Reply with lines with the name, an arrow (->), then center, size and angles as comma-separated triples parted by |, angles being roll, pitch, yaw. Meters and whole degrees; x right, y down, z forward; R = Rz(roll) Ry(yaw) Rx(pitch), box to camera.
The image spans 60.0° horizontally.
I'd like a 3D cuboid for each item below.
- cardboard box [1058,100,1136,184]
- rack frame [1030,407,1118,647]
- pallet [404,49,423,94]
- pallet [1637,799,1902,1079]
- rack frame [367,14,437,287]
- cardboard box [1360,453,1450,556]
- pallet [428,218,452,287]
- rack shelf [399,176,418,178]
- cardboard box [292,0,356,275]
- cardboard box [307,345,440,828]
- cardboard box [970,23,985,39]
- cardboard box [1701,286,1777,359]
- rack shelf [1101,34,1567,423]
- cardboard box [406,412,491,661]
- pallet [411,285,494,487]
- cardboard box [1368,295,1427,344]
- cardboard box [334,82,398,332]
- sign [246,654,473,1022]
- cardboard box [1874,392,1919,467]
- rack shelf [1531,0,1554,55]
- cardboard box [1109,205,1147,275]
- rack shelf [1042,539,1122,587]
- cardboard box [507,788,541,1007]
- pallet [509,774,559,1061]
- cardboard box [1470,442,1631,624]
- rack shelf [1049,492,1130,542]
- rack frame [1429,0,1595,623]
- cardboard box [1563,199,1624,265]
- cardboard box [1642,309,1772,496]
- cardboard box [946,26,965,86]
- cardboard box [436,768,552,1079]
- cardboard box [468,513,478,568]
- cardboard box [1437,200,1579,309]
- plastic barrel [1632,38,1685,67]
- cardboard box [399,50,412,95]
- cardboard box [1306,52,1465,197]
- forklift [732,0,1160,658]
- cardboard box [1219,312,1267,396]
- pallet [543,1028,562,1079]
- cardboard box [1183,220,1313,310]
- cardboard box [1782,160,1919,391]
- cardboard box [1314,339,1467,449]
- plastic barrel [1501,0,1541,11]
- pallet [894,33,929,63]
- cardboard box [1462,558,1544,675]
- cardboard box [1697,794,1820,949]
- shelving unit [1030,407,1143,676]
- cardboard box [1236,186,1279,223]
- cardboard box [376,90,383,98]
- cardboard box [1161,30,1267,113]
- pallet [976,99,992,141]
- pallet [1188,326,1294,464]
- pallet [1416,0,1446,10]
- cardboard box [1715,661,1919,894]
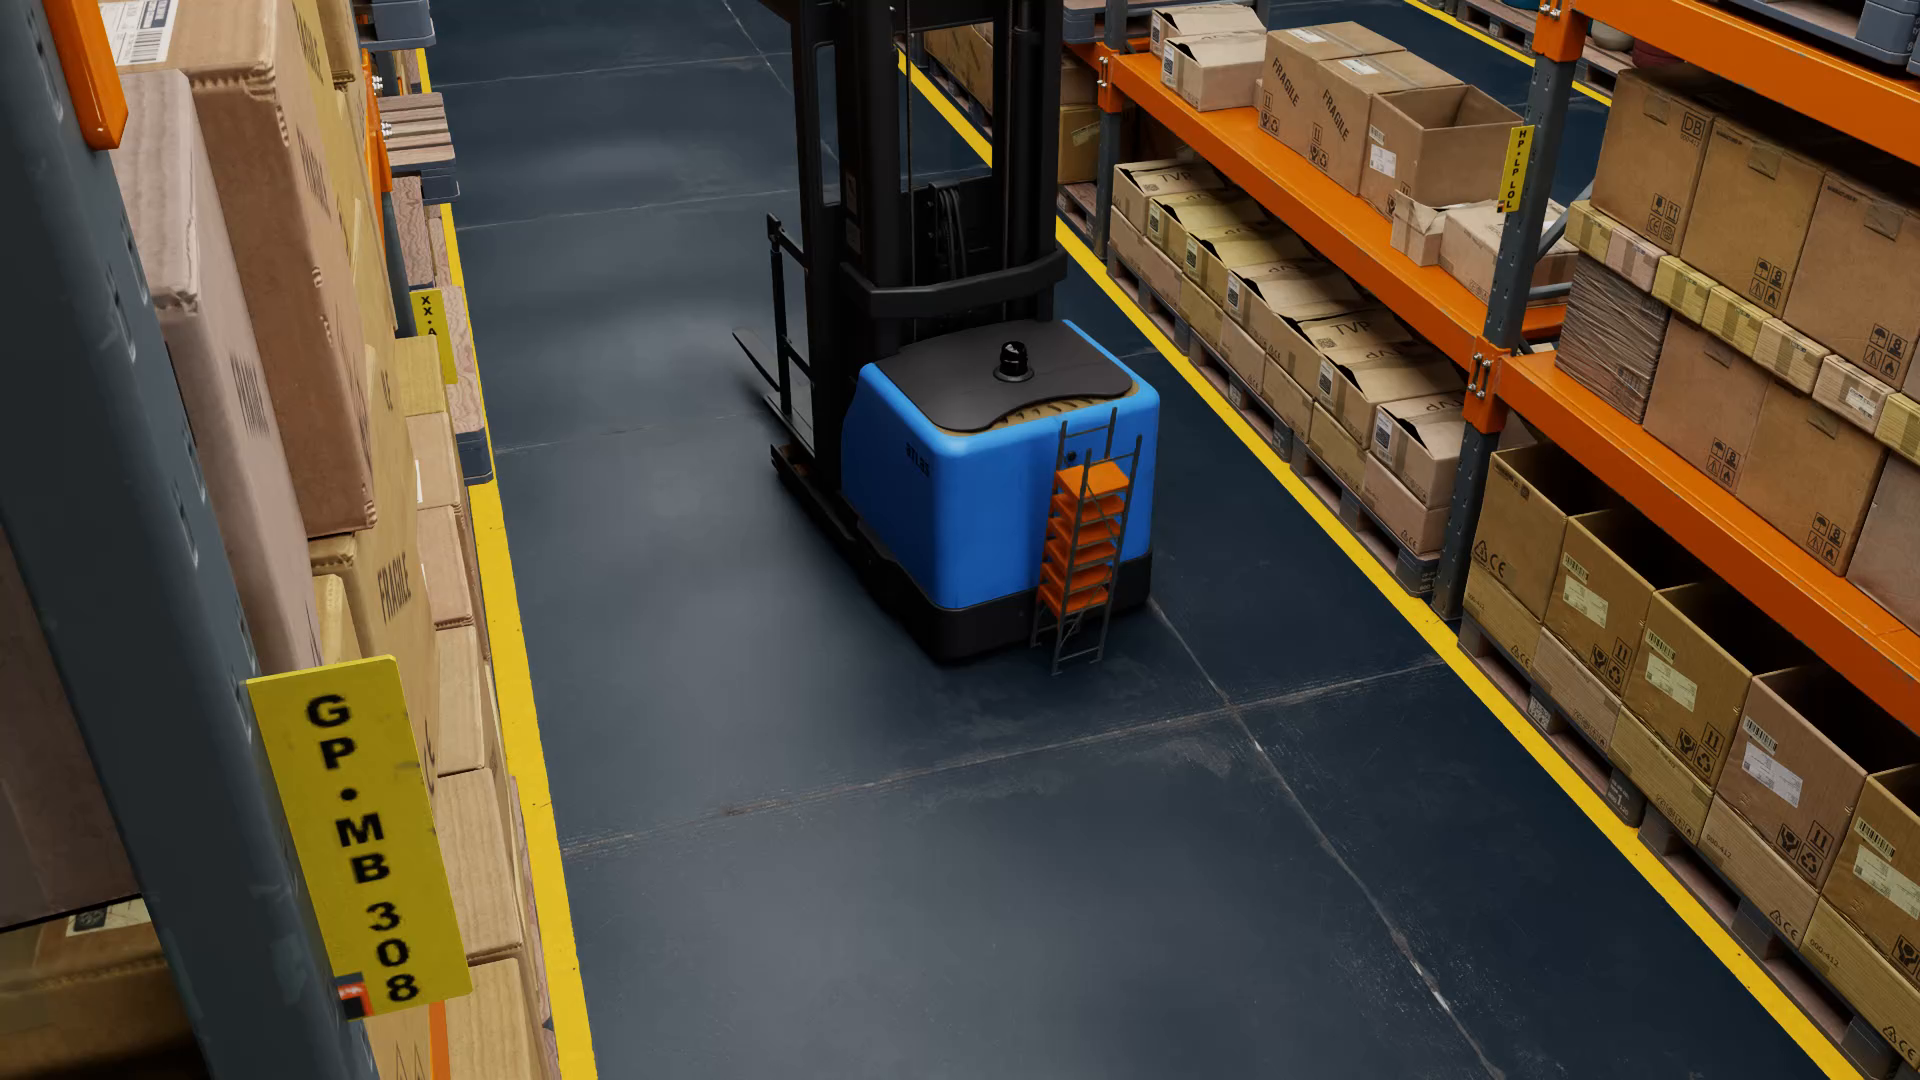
cardboard box -> 0.827, -2.699, 10.982 | 0.500, 0.500, 0.500 | -9, 34, -13
rack frame -> 0.446, -0.027, 6.662 | 0.240, 1.200, 0.006 | -16, 46, -22
pallet -> -4.758, -3.621, 13.039 | 1.003, 0.211, 1.213 | -10, 35, -15
pallet -> 3.135, 1.223, 5.708 | 1.003, 0.211, 1.213 | -10, 35, -15
rack frame -> -3.380, -2.272, 8.467 | 1.000, 3.000, 0.127 | -10, 35, -15
cardboard box -> 2.154, -0.204, 7.451 | 0.500, 0.250, 0.500 | -10, 35, -15
pallet -> -3.549, -1.535, 9.882 | 1.003, 0.211, 1.213 | -10, 35, -15
rack shelf -> -2.770, -0.922, 7.077 | 1.077, 0.370, 4.000 | -10, 35, -15
cardboard box -> -1.098, -0.573, 2.159 | 0.500, 0.500, 0.500 | -9, 35, -13
cardboard box -> -0.934, 0.121, 2.016 | 0.500, 0.500, 0.500 | -8, 34, -12
cardboard box -> 0.337, -3.841, 12.029 | 0.500, 0.250, 0.500 | -10, 35, -15
cardboard box -> 2.692, -0.741, 5.472 | 0.380, 0.149, 0.250 | -10, 35, -15
rack shelf -> 1.946, -1.757, 8.340 | 1.077, 0.370, 4.000 | -10, 35, -15
cardboard box -> -1.564, 0.027, 4.426 | 0.500, 0.500, 0.500 | -10, 35, -15
pallet -> -2.255, -0.518, 5.986 | 1.003, 0.211, 1.213 | -10, 35, -15
cardboard box -> 2.361, -1.063, 8.242 | 0.500, 0.311, 0.500 | -11, 35, -16
cardboard box -> -1.423, -0.698, 3.255 | 0.500, 0.500, 0.500 | -11, 35, -17
sign -> -0.423, 0.221, 1.181 | 0.100, 0.325, 0.005 | -10, 35, -15
cardboard box -> 2.930, -0.333, 4.854 | 0.380, 0.149, 0.250 | -10, 35, -15
rack shelf -> 1.946, -3.008, 7.513 | 1.077, 0.370, 4.000 | -10, 35, -15
cardboard box -> 1.216, -1.811, 9.883 | 0.500, 0.250, 0.500 | -10, 35, -15
rack shelf -> 0.484, 0.062, 6.633 | 0.258, 0.103, 0.180 | -16, 46, -22
cardboard box -> -1.260, 0.868, 3.833 | 0.500, 0.250, 0.500 | -10, 35, -14
pallet -> -1.921, 1.338, 5.533 | 1.003, 0.211, 1.213 | -10, 35, -15
cardboard box -> 2.400, -0.052, 6.540 | 0.500, 0.500, 0.500 | -10, 35, -15
rack shelf -> 0.502, -0.116, 6.474 | 0.258, 0.103, 0.180 | -16, 46, -22
rack frame -> 2.556, -1.007, 6.553 | 1.000, 3.000, 0.127 | -10, 35, -15
cardboard box -> 2.454, -1.146, 6.084 | 0.380, 0.149, 0.250 | -10, 35, -15
cardboard box -> 2.865, -0.541, 5.757 | 0.700, 0.500, 0.500 | -10, 35, -15
cardboard box -> 0.205, -3.775, 12.610 | 0.500, 0.500, 0.500 | -10, 35, -14
cardboard box -> -1.092, 0.835, 3.203 | 0.500, 0.500, 0.500 | -11, 35, -16
cardboard box -> -1.727, 0.080, 5.026 | 0.500, 0.250, 0.500 | -10, 35, -15
cardboard box -> 2.365, -1.195, 6.974 | 0.500, 0.250, 0.500 | -8, 34, -12
plastic barrel -> 5.545, -3.954, 12.819 | 0.600, 0.588, 0.708 | -10, 35, -15
cardboard box -> -4.004, -2.865, 10.934 | 0.750, 0.750, 0.750 | -9, 35, -13
cardboard box -> 2.024, -1.994, 7.956 | 0.500, 0.500, 0.500 | -10, 35, -15
forklift -> -0.276, -1.531, 7.409 | 1.130, 2.935, 3.031 | -15, 36, -22
cardboard box -> 1.691, -1.006, 8.664 | 0.500, 0.250, 0.500 | -9, 35, -14
pallet -> -1.546, 1.980, 4.562 | 1.003, 0.211, 1.213 | -10, 35, -15
cardboard box -> 1.538, -1.502, 8.907 | 0.500, 0.311, 0.500 | -11, 35, -16
cardboard box -> 3.005, -0.830, 5.018 | 0.700, 0.500, 0.500 | -10, 35, -15
cardboard box -> 1.995, -0.705, 7.701 | 0.500, 0.311, 0.500 | -9, 35, -13
plastic barrel -> 4.984, -5.049, 14.193 | 0.600, 0.901, 0.708 | -10, 35, -15
pallet -> -0.092, -4.404, 14.224 | 1.003, 0.211, 1.213 | -10, 35, -15
cardboard box -> 2.409, 0.260, 6.750 | 0.500, 0.250, 0.500 | -10, 35, -15
cardboard box -> 2.863, 1.048, 5.557 | 0.500, 0.250, 0.500 | -10, 35, -15
shelving unit -> 0.488, 0.029, 6.603 | 0.258, 1.200, 0.189 | -16, 46, -22
cardboard box -> 1.895, -1.864, 9.454 | 0.500, 0.311, 0.500 | -11, 35, -15
cardboard box -> -3.260, -2.387, 8.852 | 0.380, 0.149, 0.250 | -11, 35, -15
cardboard box -> 1.425, -2.568, 8.996 | 0.500, 0.311, 0.500 | -10, 35, -15
pallet -> 0.776, -2.981, 12.070 | 1.003, 0.211, 1.213 | -10, 35, -15
pallet -> 1.919, -0.865, 8.868 | 1.003, 0.211, 1.213 | -10, 35, -15
pallet -> 4.573, -5.254, 15.510 | 1.003, 0.211, 1.213 | -10, 35, -15
cardboard box -> 2.859, 0.736, 5.349 | 0.500, 0.500, 0.500 | -10, 35, -15
